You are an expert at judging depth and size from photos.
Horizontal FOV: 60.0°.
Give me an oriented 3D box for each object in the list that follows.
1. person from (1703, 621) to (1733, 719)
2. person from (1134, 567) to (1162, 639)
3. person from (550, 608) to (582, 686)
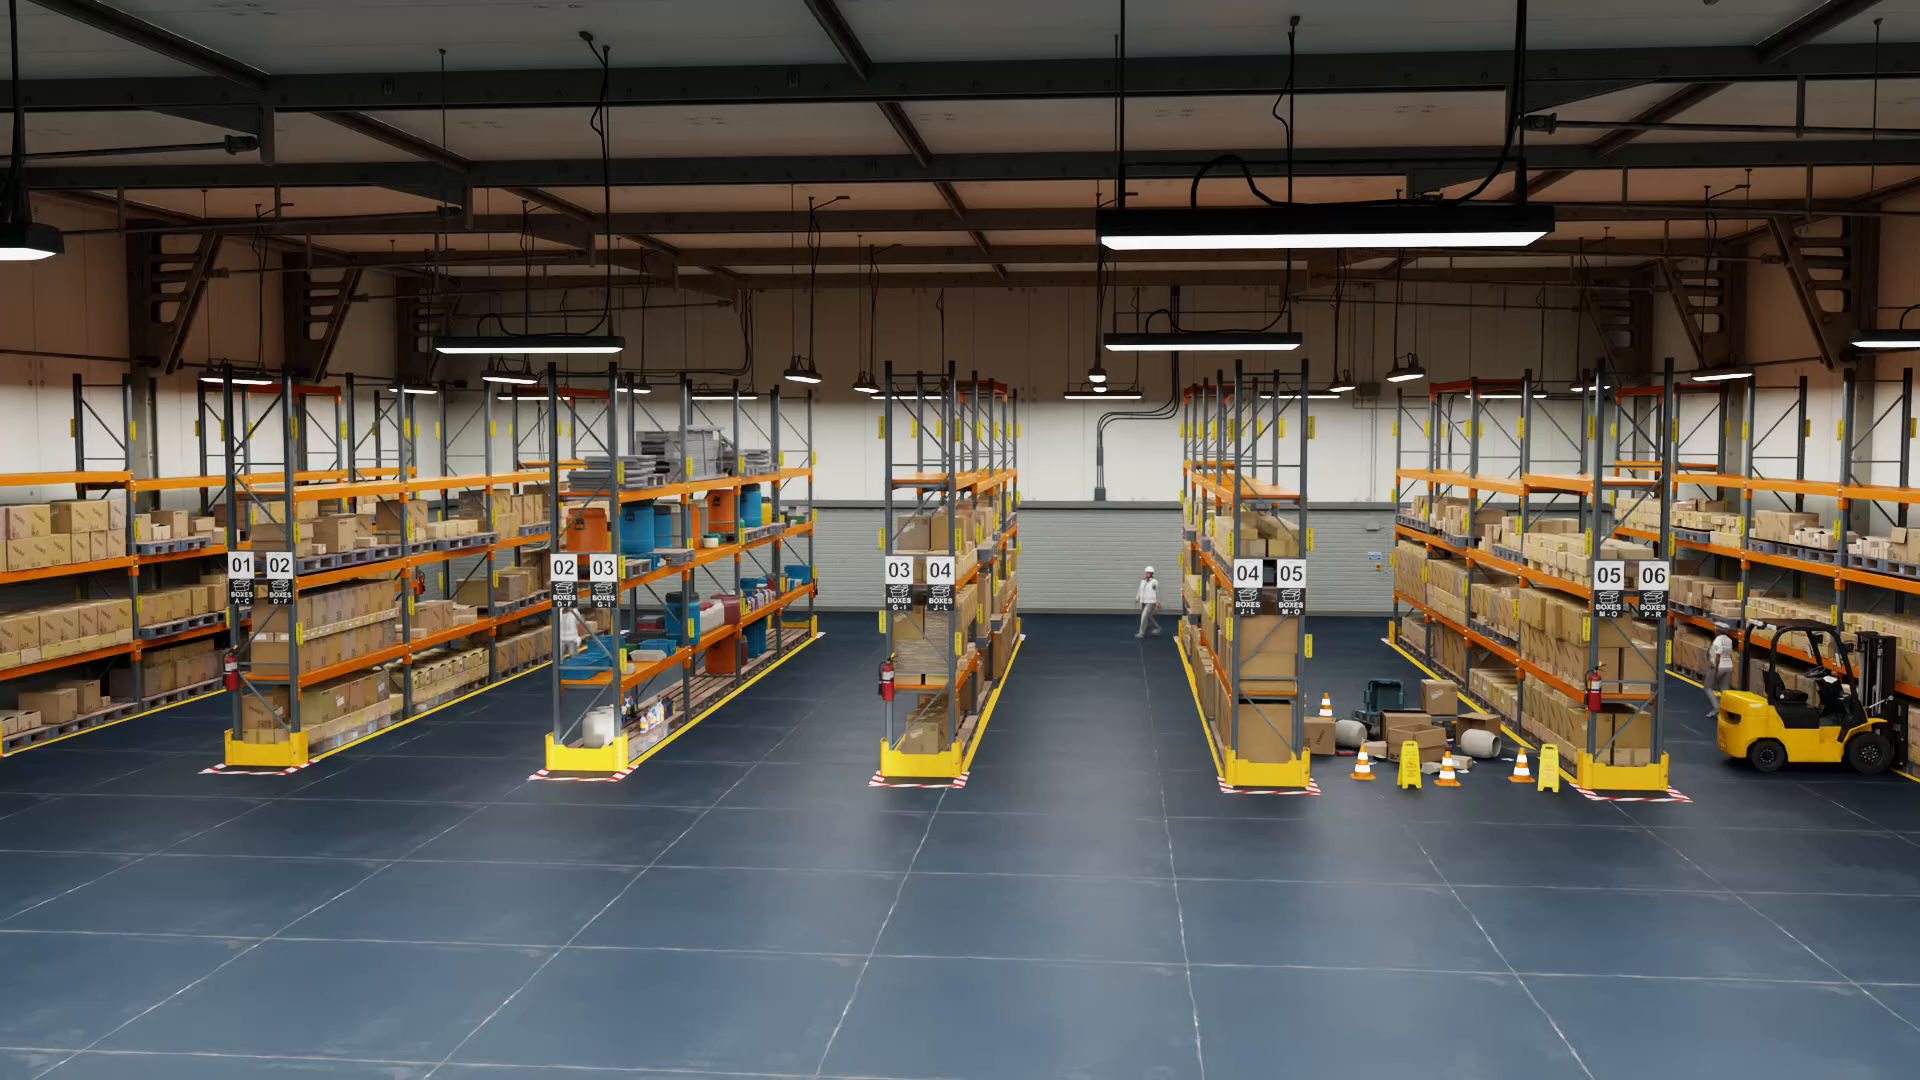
[{"bbox_3d":[13.213,2.268,28.884,0.474,1.688,0.443,-1,4,-20],"label":"person"},{"bbox_3d":[4.521,1.499,40.095,1.071,1.721,0.530,-3,5,-37],"label":"person"},{"bbox_3d":[-7.773,1.958,32.709,0.684,1.720,1.039,0,4,6],"label":"person"}]
